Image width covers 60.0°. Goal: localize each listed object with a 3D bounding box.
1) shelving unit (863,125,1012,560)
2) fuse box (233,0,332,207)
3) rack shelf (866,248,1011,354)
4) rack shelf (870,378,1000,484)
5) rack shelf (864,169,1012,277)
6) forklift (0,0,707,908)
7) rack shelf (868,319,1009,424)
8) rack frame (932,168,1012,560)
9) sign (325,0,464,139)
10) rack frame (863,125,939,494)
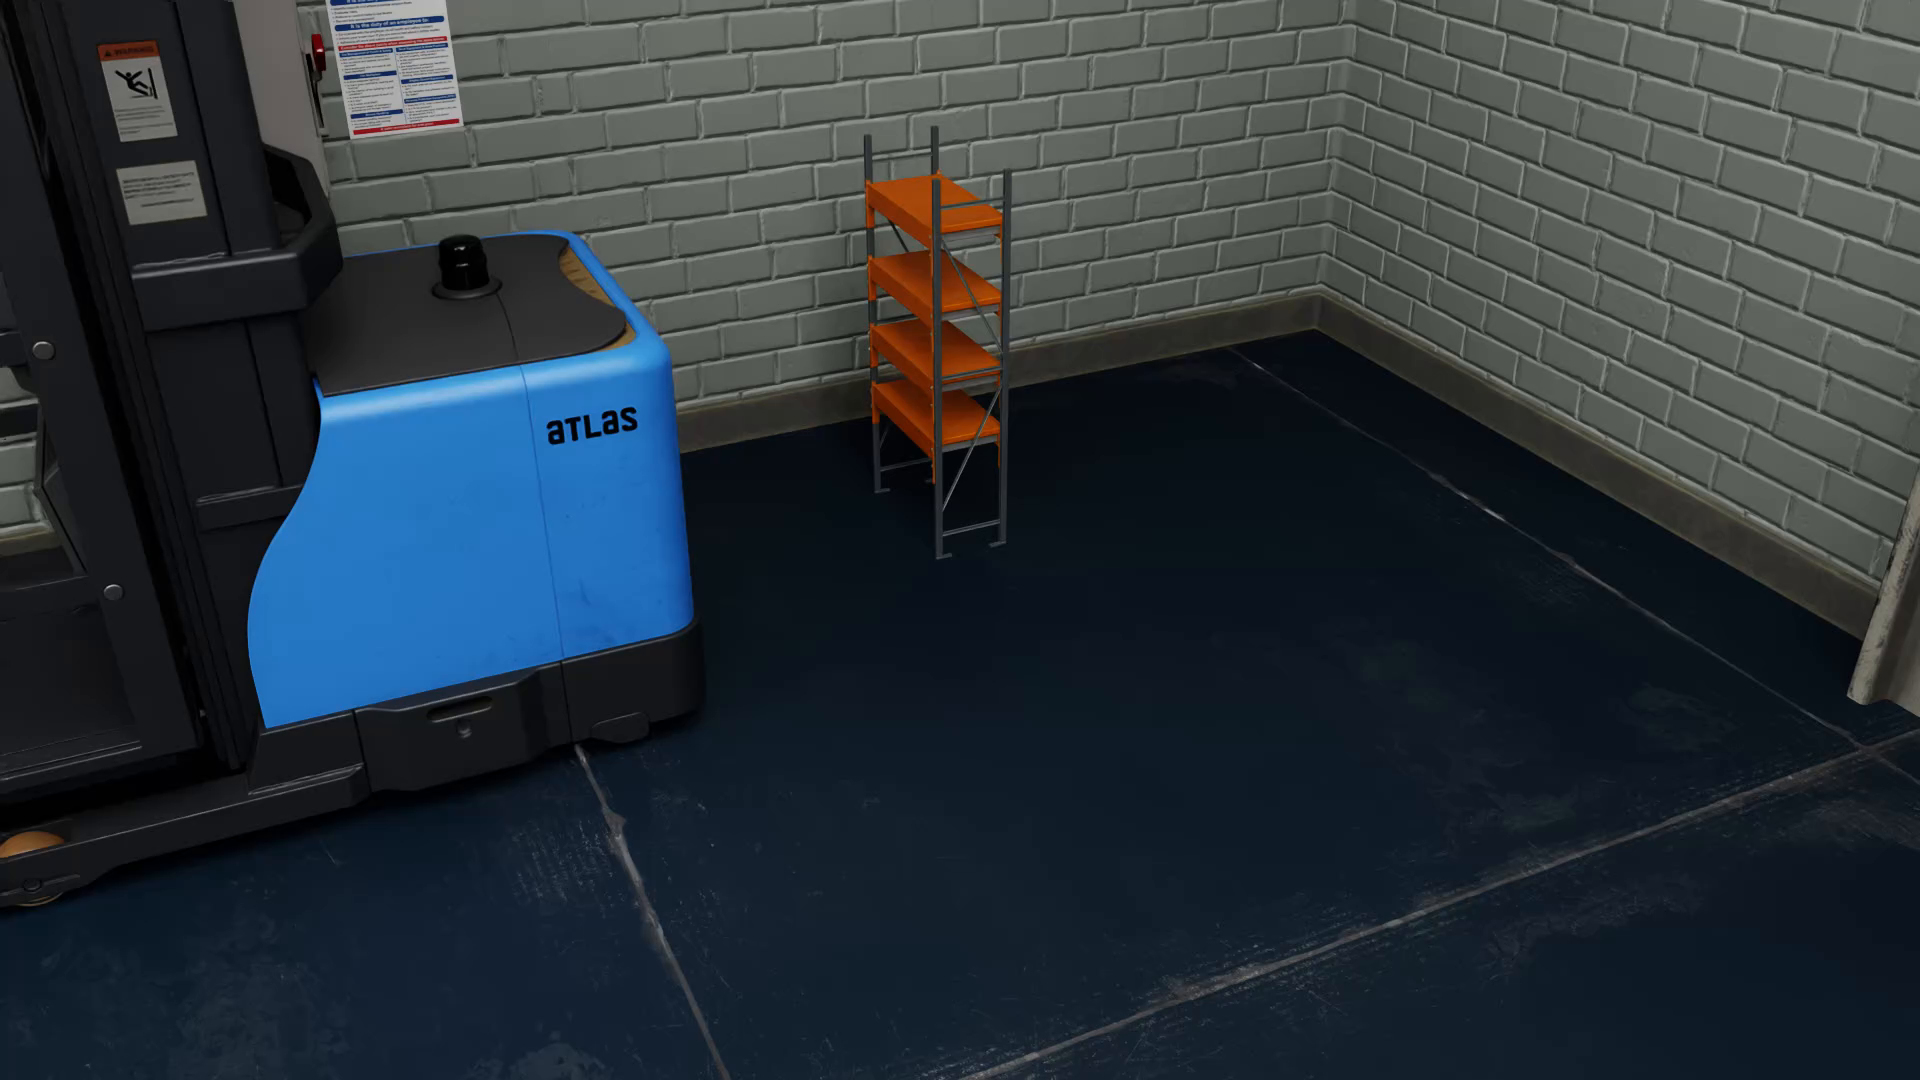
[{"bbox_3d":[-0.071,-0.596,5.087,0.258,1.200,0.503,-13,32,-22],"label":"shelving unit"},{"bbox_3d":[-2.000,-0.711,4.768,0.539,1.711,0.414,-13,32,-22],"label":"fuse box"},{"bbox_3d":[-0.071,-0.733,5.010,0.258,0.148,0.480,-13,32,-22],"label":"rack shelf"},{"bbox_3d":[-0.071,-0.365,5.217,0.258,0.148,0.480,-13,32,-22],"label":"rack shelf"},{"bbox_3d":[-0.071,-0.939,4.895,0.258,0.148,0.480,-13,32,-22],"label":"rack shelf"},{"bbox_3d":[-2.227,-0.704,3.509,3.031,2.935,1.130,-13,32,-21],"label":"forklift"},{"bbox_3d":[-0.071,-0.538,5.120,0.258,0.148,0.480,-13,32,-22],"label":"rack shelf"},{"bbox_3d":[0.034,-0.489,4.895,0.240,1.200,0.015,-13,32,-22],"label":"rack frame"},{"bbox_3d":[-1.642,-1.427,4.824,0.329,0.494,0.001,-13,32,-22],"label":"sign"},{"bbox_3d":[-0.176,-0.704,5.279,0.240,1.200,0.015,-13,32,-22],"label":"rack frame"}]
